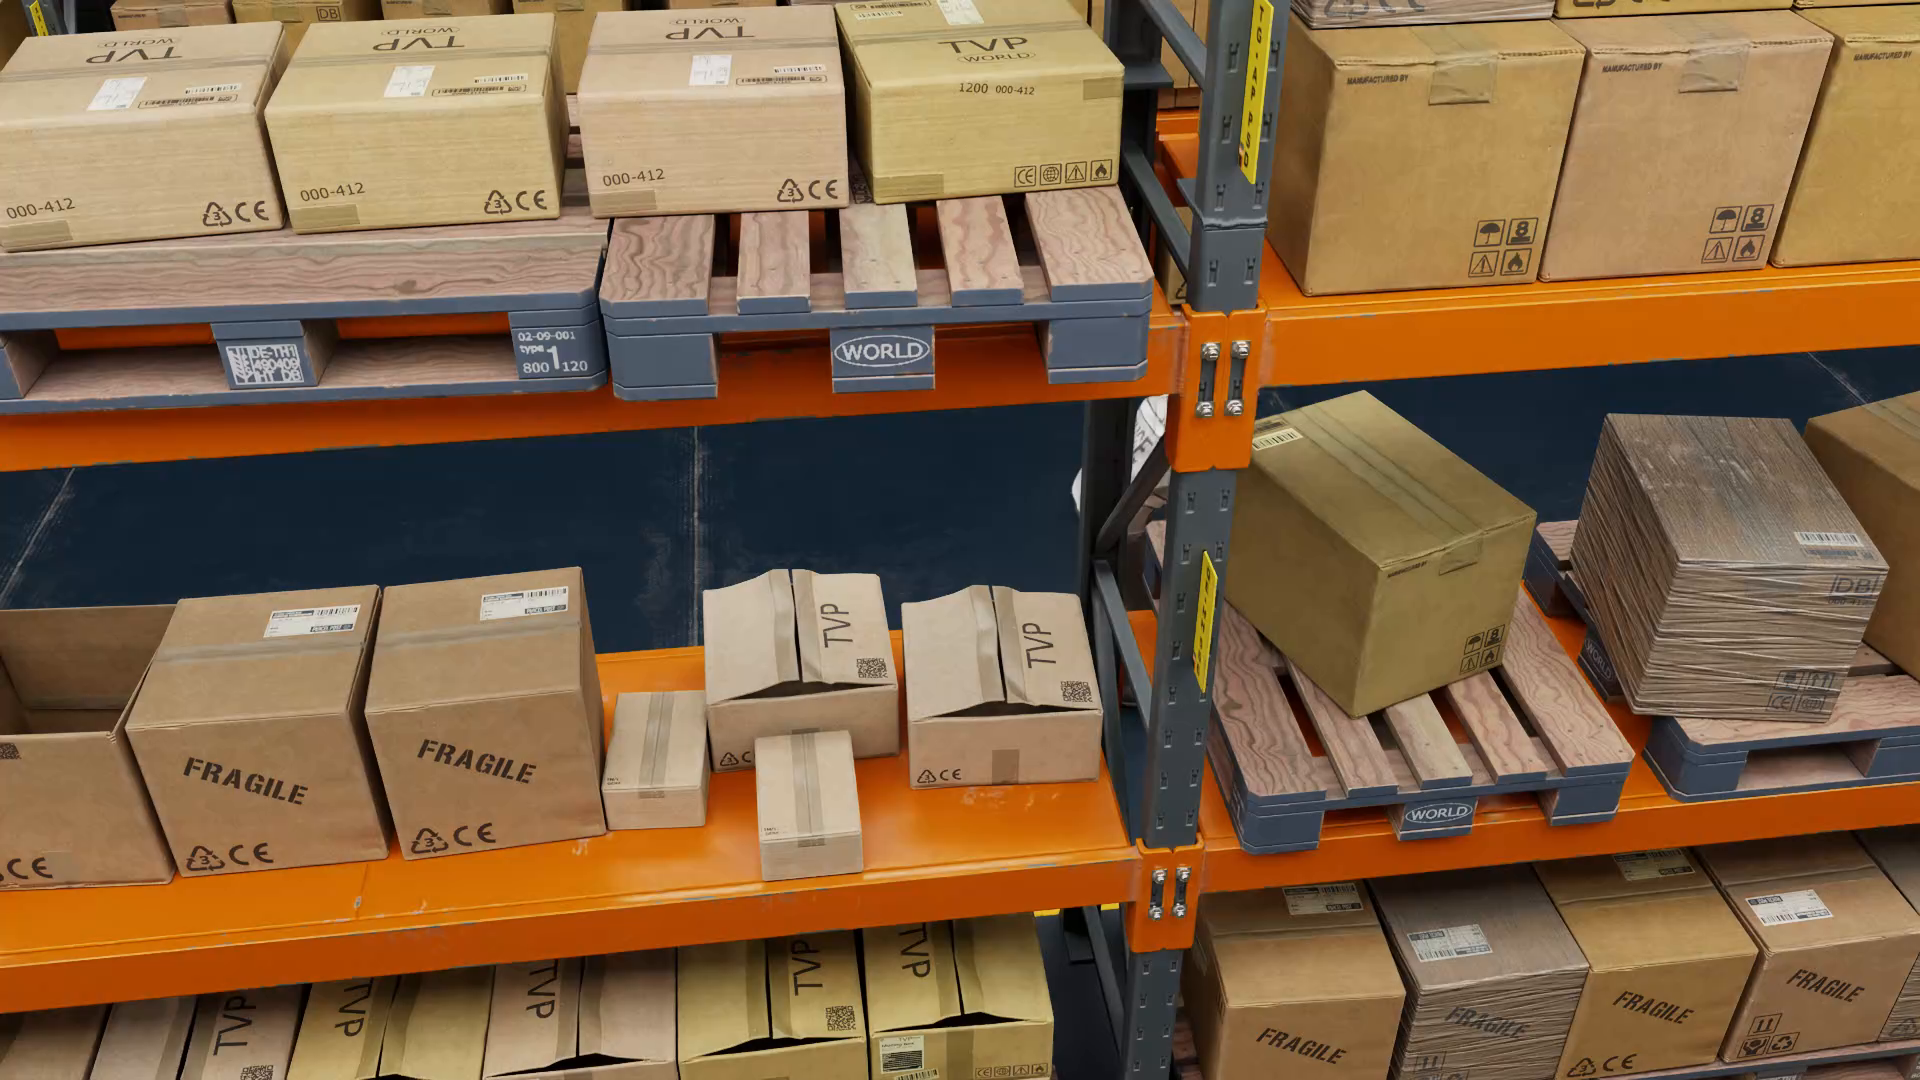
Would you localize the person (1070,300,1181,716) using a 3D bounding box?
[{"bbox_3d":[0.623,-0.113,6.307,0.388,1.659,0.506,-6,35,-8],"label":"person"}]
